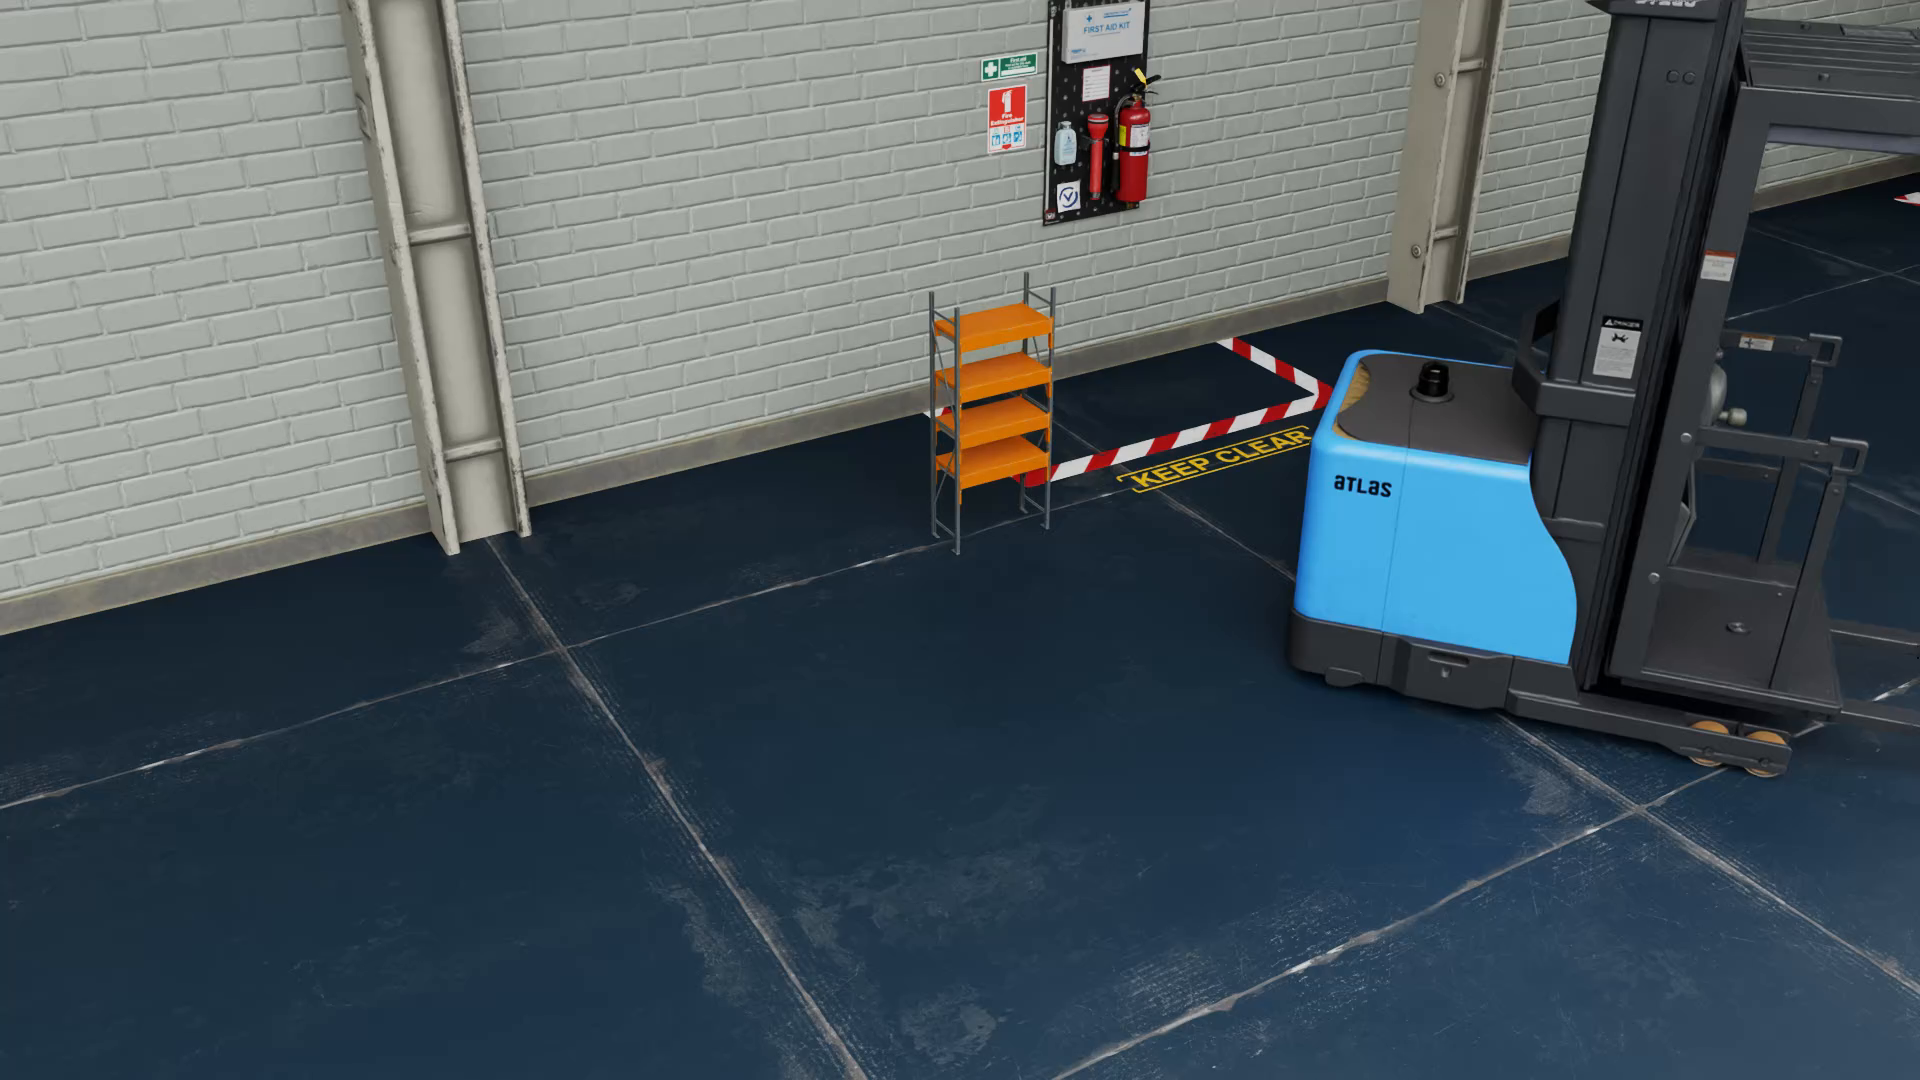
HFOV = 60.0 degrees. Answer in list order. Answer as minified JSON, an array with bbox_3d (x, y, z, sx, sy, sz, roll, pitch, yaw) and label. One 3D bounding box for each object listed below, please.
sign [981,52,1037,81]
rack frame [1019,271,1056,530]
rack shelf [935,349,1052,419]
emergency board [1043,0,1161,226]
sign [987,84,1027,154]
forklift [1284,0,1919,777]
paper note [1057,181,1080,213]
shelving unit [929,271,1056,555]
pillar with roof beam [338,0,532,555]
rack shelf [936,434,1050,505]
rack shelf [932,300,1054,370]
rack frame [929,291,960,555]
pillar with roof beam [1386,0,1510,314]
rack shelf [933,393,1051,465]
[{"bbox_3d":[0.250,-2.387,8.385,0.331,0.109,0.001,-16,33,-26],"label":"sign"},{"bbox_3d":[0.353,-0.626,7.642,0.015,1.200,0.240,-16,33,-26],"label":"rack frame"},{"bbox_3d":[0.143,-0.703,7.458,0.480,0.148,0.258,-16,33,-26],"label":"rack shelf"},{"bbox_3d":[0.770,-2.234,8.694,0.643,1.169,0.194,-16,33,-26],"label":"emergency board"},{"bbox_3d":[0.241,-2.157,8.518,0.234,0.329,0.001,-16,33,-26],"label":"sign"},{"bbox_3d":[2.887,-0.696,5.978,3.031,2.935,1.130,10,30,18],"label":"forklift"},{"bbox_3d":[0.583,-1.834,8.880,0.142,0.148,0.016,-16,33,-26],"label":"paper note"},{"bbox_3d":[0.143,-0.566,7.534,0.503,1.200,0.258,-16,33,-26],"label":"shelving unit"},{"bbox_3d":[-0.072,-2.188,2.400,0.400,9.000,9.100,-16,33,-26],"label":"pillar with roof beam"},{"bbox_3d":[0.143,-0.333,7.662,0.480,0.148,0.258,-16,33,-26],"label":"rack shelf"},{"bbox_3d":[0.143,-0.910,7.344,0.480,0.148,0.258,-16,33,-26],"label":"rack shelf"},{"bbox_3d":[-0.068,-0.506,7.425,0.015,1.200,0.240,-16,33,-26],"label":"rack frame"},{"bbox_3d":[5.101,-3.656,5.062,0.400,9.000,9.100,-16,33,-26],"label":"pillar with roof beam"},{"bbox_3d":[0.143,-0.507,7.566,0.480,0.148,0.258,-16,33,-26],"label":"rack shelf"}]
